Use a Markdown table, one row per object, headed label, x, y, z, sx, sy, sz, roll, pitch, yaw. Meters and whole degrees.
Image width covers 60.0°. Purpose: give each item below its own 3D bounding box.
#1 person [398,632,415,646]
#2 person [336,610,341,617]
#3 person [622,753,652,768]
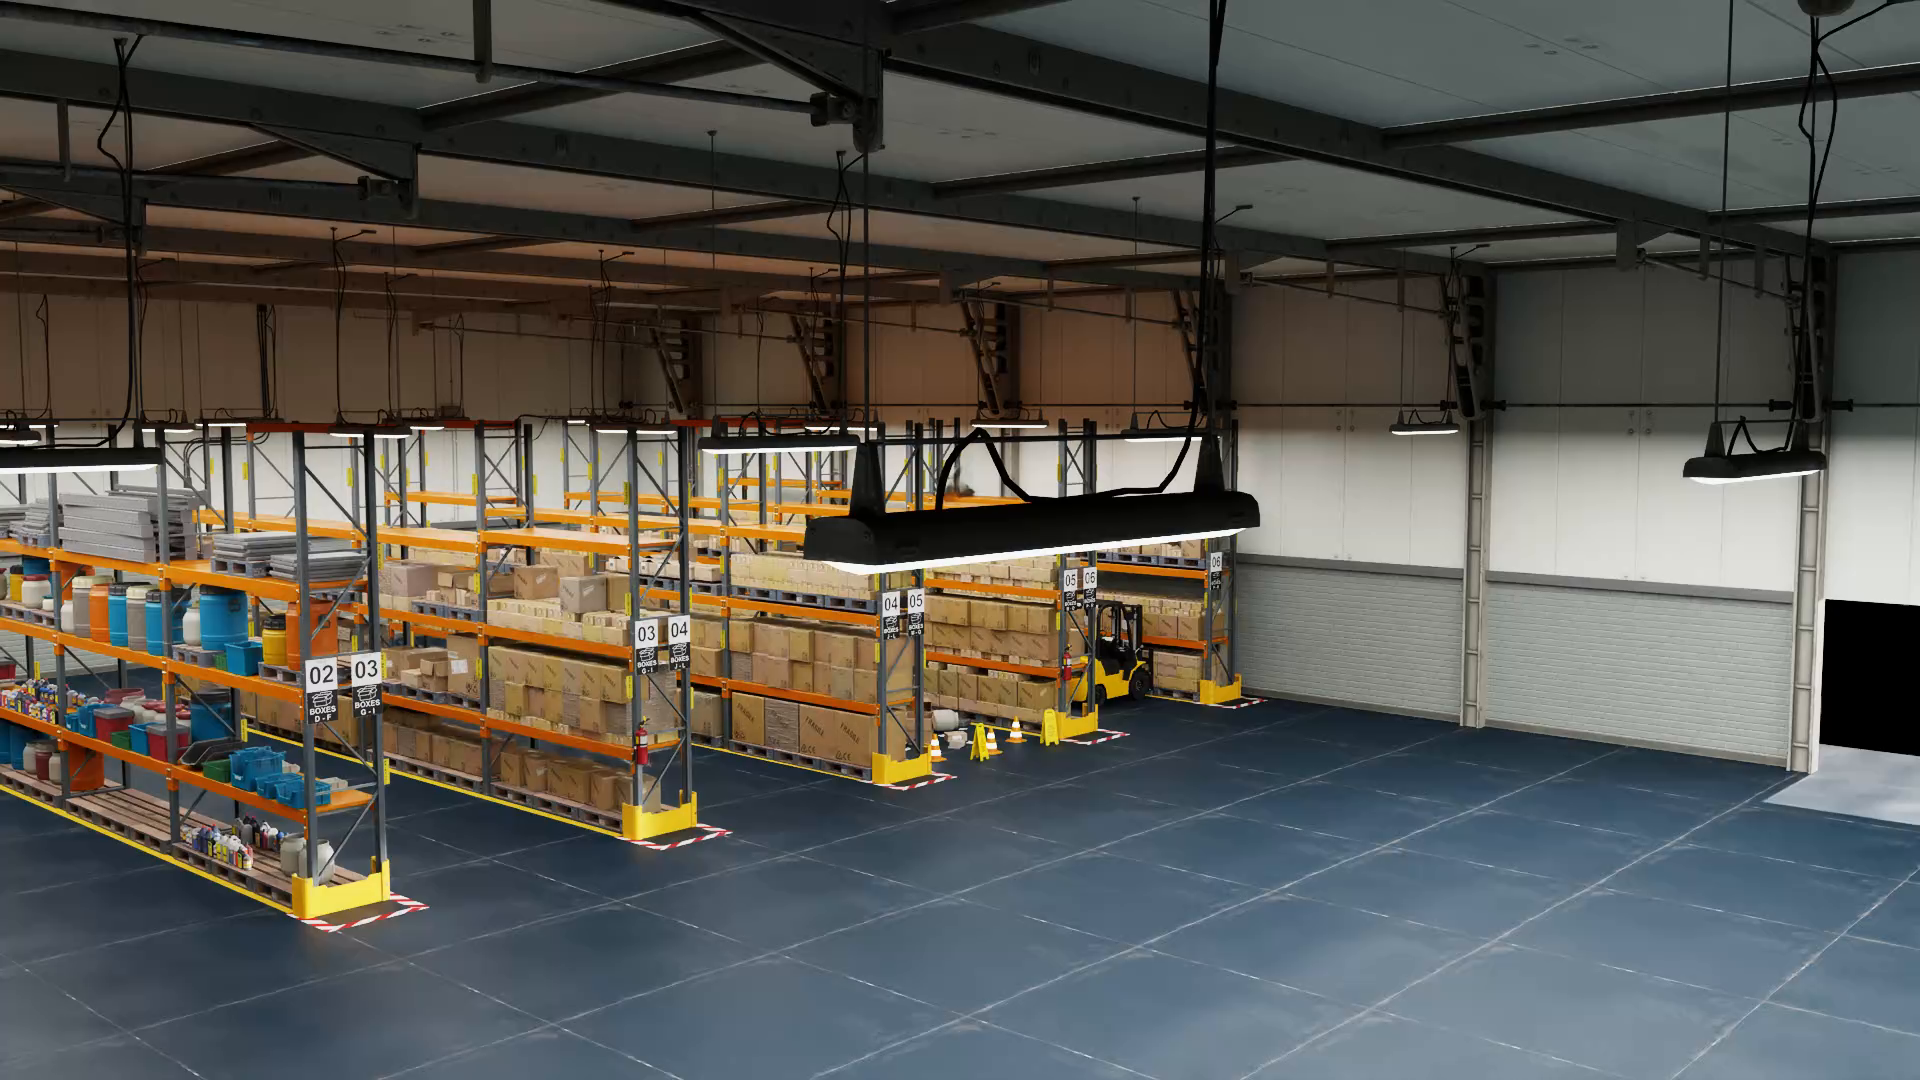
| label | x | y | z | sx | sy | sz | roll | pitch | yaw |
| --- | --- | --- | --- | --- | --- | --- | --- | --- | --- |
| person | -13.313 | 2.258 | 40.166 | 0.614 | 1.674 | 0.730 | -1 | 5 | -11 |
| person | -14.260 | 2.352 | 37.765 | 0.773 | 1.746 | 0.941 | -2 | 5 | -20 |
| person | -5.593 | 3.175 | 28.990 | 0.707 | 1.651 | 0.559 | 3 | 5 | 30 |
